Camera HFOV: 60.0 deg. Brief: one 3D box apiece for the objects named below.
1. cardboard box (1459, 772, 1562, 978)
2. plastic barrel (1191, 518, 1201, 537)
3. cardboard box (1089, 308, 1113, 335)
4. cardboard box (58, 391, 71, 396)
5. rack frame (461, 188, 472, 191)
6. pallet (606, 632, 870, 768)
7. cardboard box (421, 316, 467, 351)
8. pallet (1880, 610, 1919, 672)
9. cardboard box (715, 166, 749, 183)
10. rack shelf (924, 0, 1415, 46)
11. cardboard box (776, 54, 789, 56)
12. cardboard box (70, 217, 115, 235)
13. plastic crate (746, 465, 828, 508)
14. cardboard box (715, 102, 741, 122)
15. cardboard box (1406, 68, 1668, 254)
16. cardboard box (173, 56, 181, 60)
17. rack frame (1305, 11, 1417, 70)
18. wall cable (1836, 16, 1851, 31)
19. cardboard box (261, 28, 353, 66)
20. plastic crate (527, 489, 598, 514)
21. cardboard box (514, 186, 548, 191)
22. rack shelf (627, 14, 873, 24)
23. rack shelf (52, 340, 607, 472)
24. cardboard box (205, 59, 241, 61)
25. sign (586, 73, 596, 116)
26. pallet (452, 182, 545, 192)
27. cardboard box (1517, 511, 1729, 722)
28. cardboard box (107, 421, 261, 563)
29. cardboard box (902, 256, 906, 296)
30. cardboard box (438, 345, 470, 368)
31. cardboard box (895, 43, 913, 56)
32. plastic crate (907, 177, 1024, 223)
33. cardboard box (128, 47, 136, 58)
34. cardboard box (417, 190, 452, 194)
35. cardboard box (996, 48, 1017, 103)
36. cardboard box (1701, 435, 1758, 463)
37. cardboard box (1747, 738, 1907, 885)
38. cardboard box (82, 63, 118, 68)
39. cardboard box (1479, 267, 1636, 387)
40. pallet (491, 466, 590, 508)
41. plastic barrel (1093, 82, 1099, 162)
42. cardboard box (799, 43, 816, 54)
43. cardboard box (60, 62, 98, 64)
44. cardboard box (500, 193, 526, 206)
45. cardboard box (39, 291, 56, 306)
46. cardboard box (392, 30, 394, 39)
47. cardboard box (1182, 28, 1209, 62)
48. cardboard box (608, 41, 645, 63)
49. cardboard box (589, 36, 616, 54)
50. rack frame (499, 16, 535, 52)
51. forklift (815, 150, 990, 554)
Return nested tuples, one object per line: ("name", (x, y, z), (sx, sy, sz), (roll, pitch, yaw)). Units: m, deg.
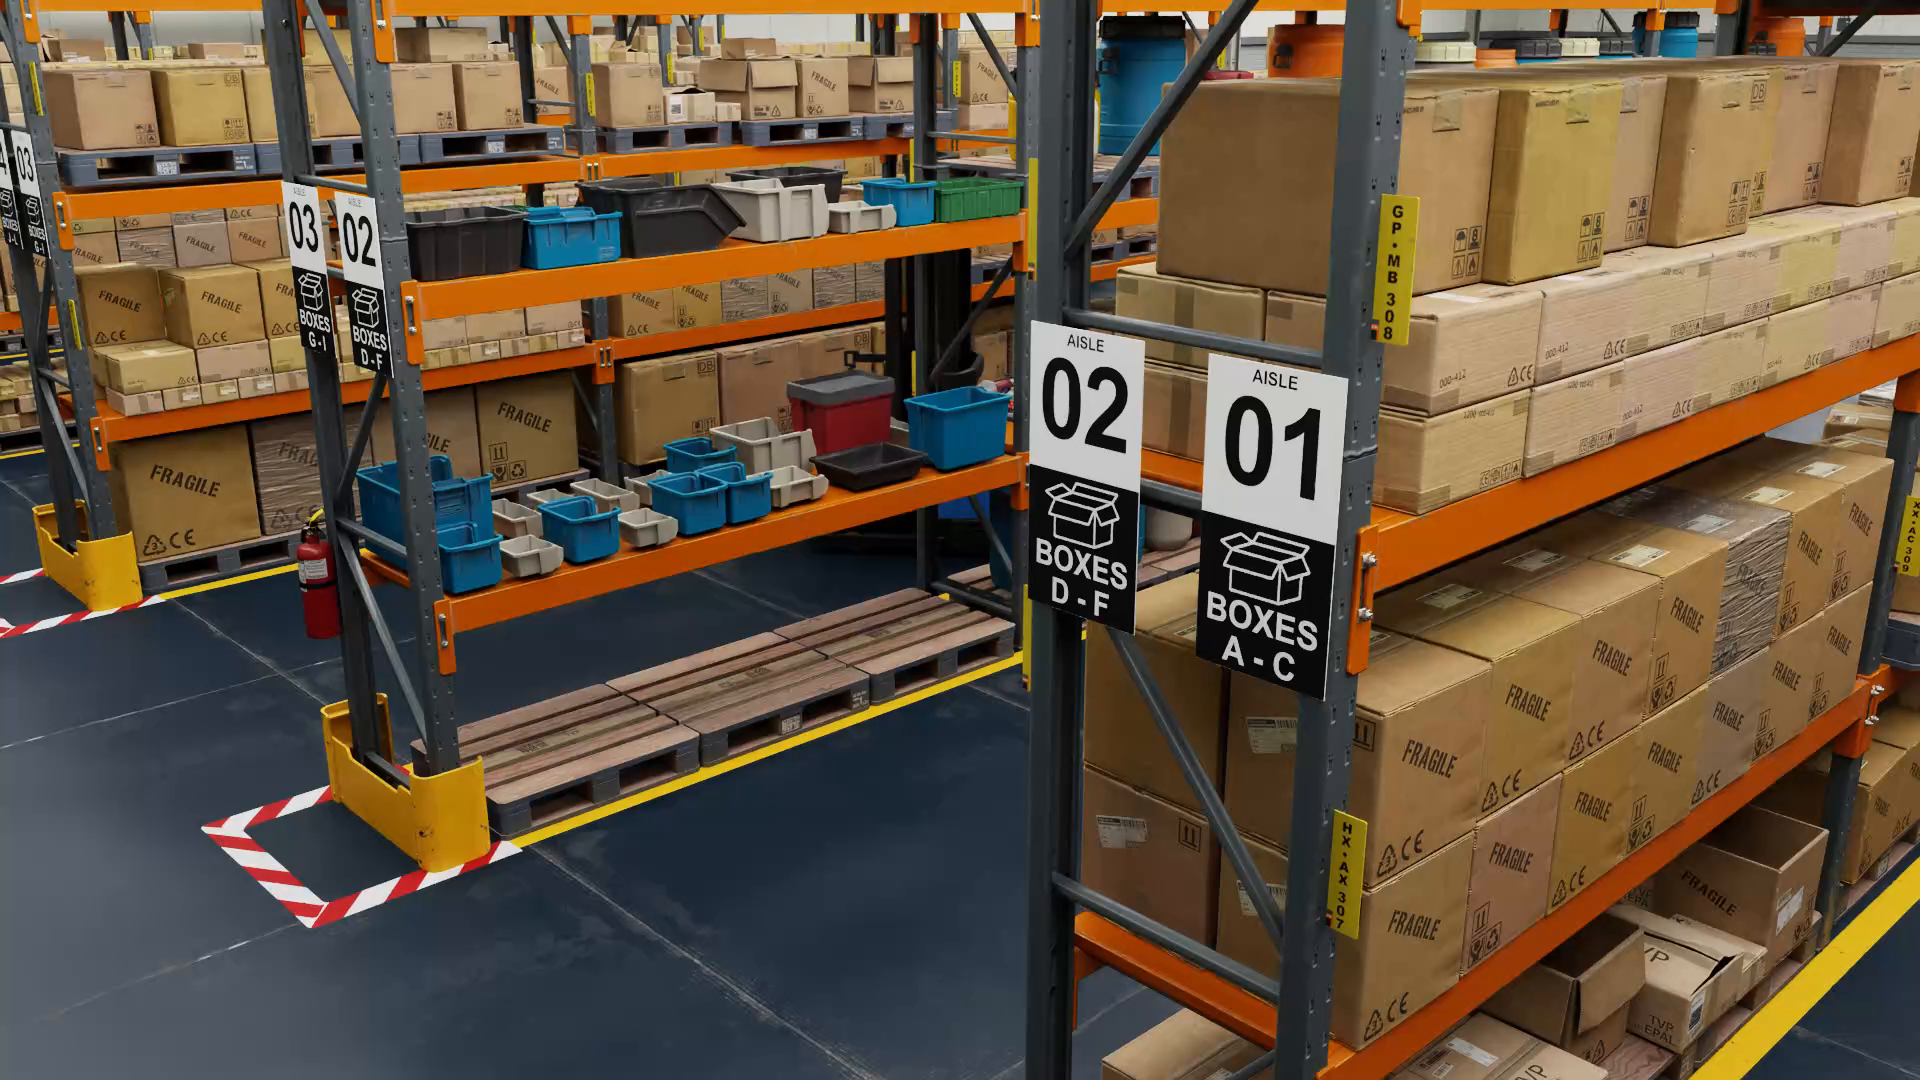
("cardboard box", (1.461, 0.931, 5.087), (0.500, 0.500, 0.500), (-17, 24, -41))
("plastic barrel", (1.835, -0.388, 12.546), (0.708, 0.588, 0.600), (-16, 24, -41))
("cardboard box", (1.276, -2.319, 18.613), (0.700, 0.500, 0.500), (15, 23, 39))
("cardboard box", (-8.639, -1.385, 15.853), (0.250, 0.149, 0.380), (-16, 24, -40))
("rack frame", (-7.212, -5.013, 23.582), (0.127, 3.000, 1.000), (-16, 24, -41))
("pallet", (-1.302, 0.916, 9.816), (1.213, 0.211, 1.003), (-16, 24, -41))
("cardboard box", (-4.196, -1.644, 12.952), (0.500, 0.250, 0.500), (-16, 24, -40))
("pallet", (4.149, 0.223, 7.745), (1.213, 0.211, 1.003), (-16, 24, -41))
("cardboard box", (-3.039, -4.648, 20.675), (0.500, 0.500, 0.700), (-17, 24, -42))
("rack shelf", (1.546, -3.579, 11.249), (4.000, 0.370, 1.077), (-16, 24, -41))
("cardboard box", (-3.057, -7.604, 26.471), (0.500, 0.250, 0.500), (-16, 24, -40))
("cardboard box", (-8.287, -3.144, 15.551), (0.500, 0.500, 0.500), (-17, 25, -42))
("plastic crate", (-0.966, -0.301, 9.380), (0.466, 0.136, 0.293), (-16, 24, -41))
("cardboard box", (-2.125, -3.733, 14.499), (0.380, 0.149, 0.250), (17, 24, 42))
("cardboard box", (1.660, -1.155, 5.038), (0.500, 0.500, 0.700), (-16, 24, -41))
("cardboard box", (-11.999, -7.383, 25.624), (0.250, 0.149, 0.380), (-17, 24, -42))
("rack frame", (2.999, -4.536, 12.383), (0.127, 3.000, 1.000), (-16, 24, -41))
("wall cable", (25.421, -16.899, 45.003), (0.169, 6.003, 2.305), (-16, 24, -41))
("cardboard box", (-4.742, -3.601, 12.143), (0.500, 0.250, 0.500), (17, 25, 42))
("plastic crate", (-2.125, -0.161, 8.949), (0.243, 0.136, 0.396), (-16, 24, -41))
("cardboard box", (-4.970, -4.011, 19.255), (0.250, 0.149, 0.380), (-15, 23, -38))
("rack shelf", (-2.285, -6.670, 20.781), (4.000, 0.370, 1.077), (-16, 24, -41))
("rack shelf", (-4.764, -1.178, 12.922), (4.000, 0.370, 1.077), (-16, 24, -41))
("cardboard box", (-7.386, -4.737, 16.653), (0.250, 0.149, 0.380), (-17, 24, -41))
("sign", (-2.928, -3.531, 13.181), (0.005, 0.325, 0.100), (-16, 24, -41))
("pallet", (-6.768, -5.096, 24.151), (1.003, 0.211, 1.213), (-16, 24, -41))
("cardboard box", (2.200, 0.241, 5.595), (0.500, 0.500, 0.500), (-17, 24, -41))
("cardboard box", (-5.807, -0.439, 12.240), (0.875, 0.875, 0.875), (-16, 24, -41))
("cardboard box", (-0.592, -2.679, 16.223), (0.500, 0.500, 0.500), (-15, 23, -39))
("cardboard box", (-4.054, -1.469, 13.058), (0.250, 0.149, 0.380), (-16, 24, -40))
("cardboard box", (-0.650, -6.679, 22.774), (0.500, 0.250, 0.500), (-17, 24, -41))
("plastic crate", (-0.008, -2.003, 9.779), (0.662, 0.188, 0.450), (-16, 24, -41))
("cardboard box", (-12.341, -7.182, 24.492), (0.250, 0.149, 0.380), (-16, 24, -40))
("cardboard box", (-7.402, -4.776, 23.095), (0.500, 0.250, 0.500), (17, 24, 42))
("cardboard box", (0.485, -4.653, 16.635), (0.500, 0.500, 0.500), (-16, 24, -40))
("cardboard box", (2.957, -0.210, 6.985), (0.500, 0.500, 0.500), (-15, 24, -39))
("cardboard box", (4.012, 1.208, 7.734), (0.500, 0.500, 0.500), (17, 24, 41))
("cardboard box", (-8.010, -4.353, 15.469), (0.250, 0.149, 0.380), (-15, 23, -39))
("cardboard box", (1.507, -0.624, 4.615), (0.500, 0.250, 0.500), (-16, 24, -41))
("pallet", (-3.917, -0.474, 14.105), (1.213, 0.211, 1.003), (-16, 24, -41))
("plastic barrel", (0.647, -2.581, 10.317), (0.433, 0.535, 0.433), (0, 18, 0))
("cardboard box", (-2.534, -7.924, 26.813), (0.250, 0.149, 0.380), (-15, 24, -39))
("cardboard box", (-8.378, -4.470, 15.831), (0.380, 0.149, 0.250), (17, 25, 42))
("cardboard box", (-4.910, -3.753, 18.458), (0.250, 0.149, 0.380), (-15, 23, -39))
("cardboard box", (-8.607, -2.299, 15.620), (0.250, 0.149, 0.380), (-15, 23, -38))
("cardboard box", (-9.634, -8.074, 27.156), (0.500, 0.500, 0.700), (-17, 24, -42))
("cardboard box", (2.654, -5.646, 19.216), (0.500, 0.500, 0.500), (17, 25, 42))
("cardboard box", (-3.854, -5.619, 19.186), (0.258, 0.266, 0.396), (-16, 24, -41))
("cardboard box", (-5.366, -7.281, 24.466), (0.500, 0.250, 0.500), (-16, 24, -40))
("rack frame", (-7.719, -9.826, 28.699), (0.127, 3.000, 1.000), (-16, 24, -41))
("forklift", (-0.667, -1.447, 12.697), (3.031, 2.935, 1.130), (2, 18, 8))
